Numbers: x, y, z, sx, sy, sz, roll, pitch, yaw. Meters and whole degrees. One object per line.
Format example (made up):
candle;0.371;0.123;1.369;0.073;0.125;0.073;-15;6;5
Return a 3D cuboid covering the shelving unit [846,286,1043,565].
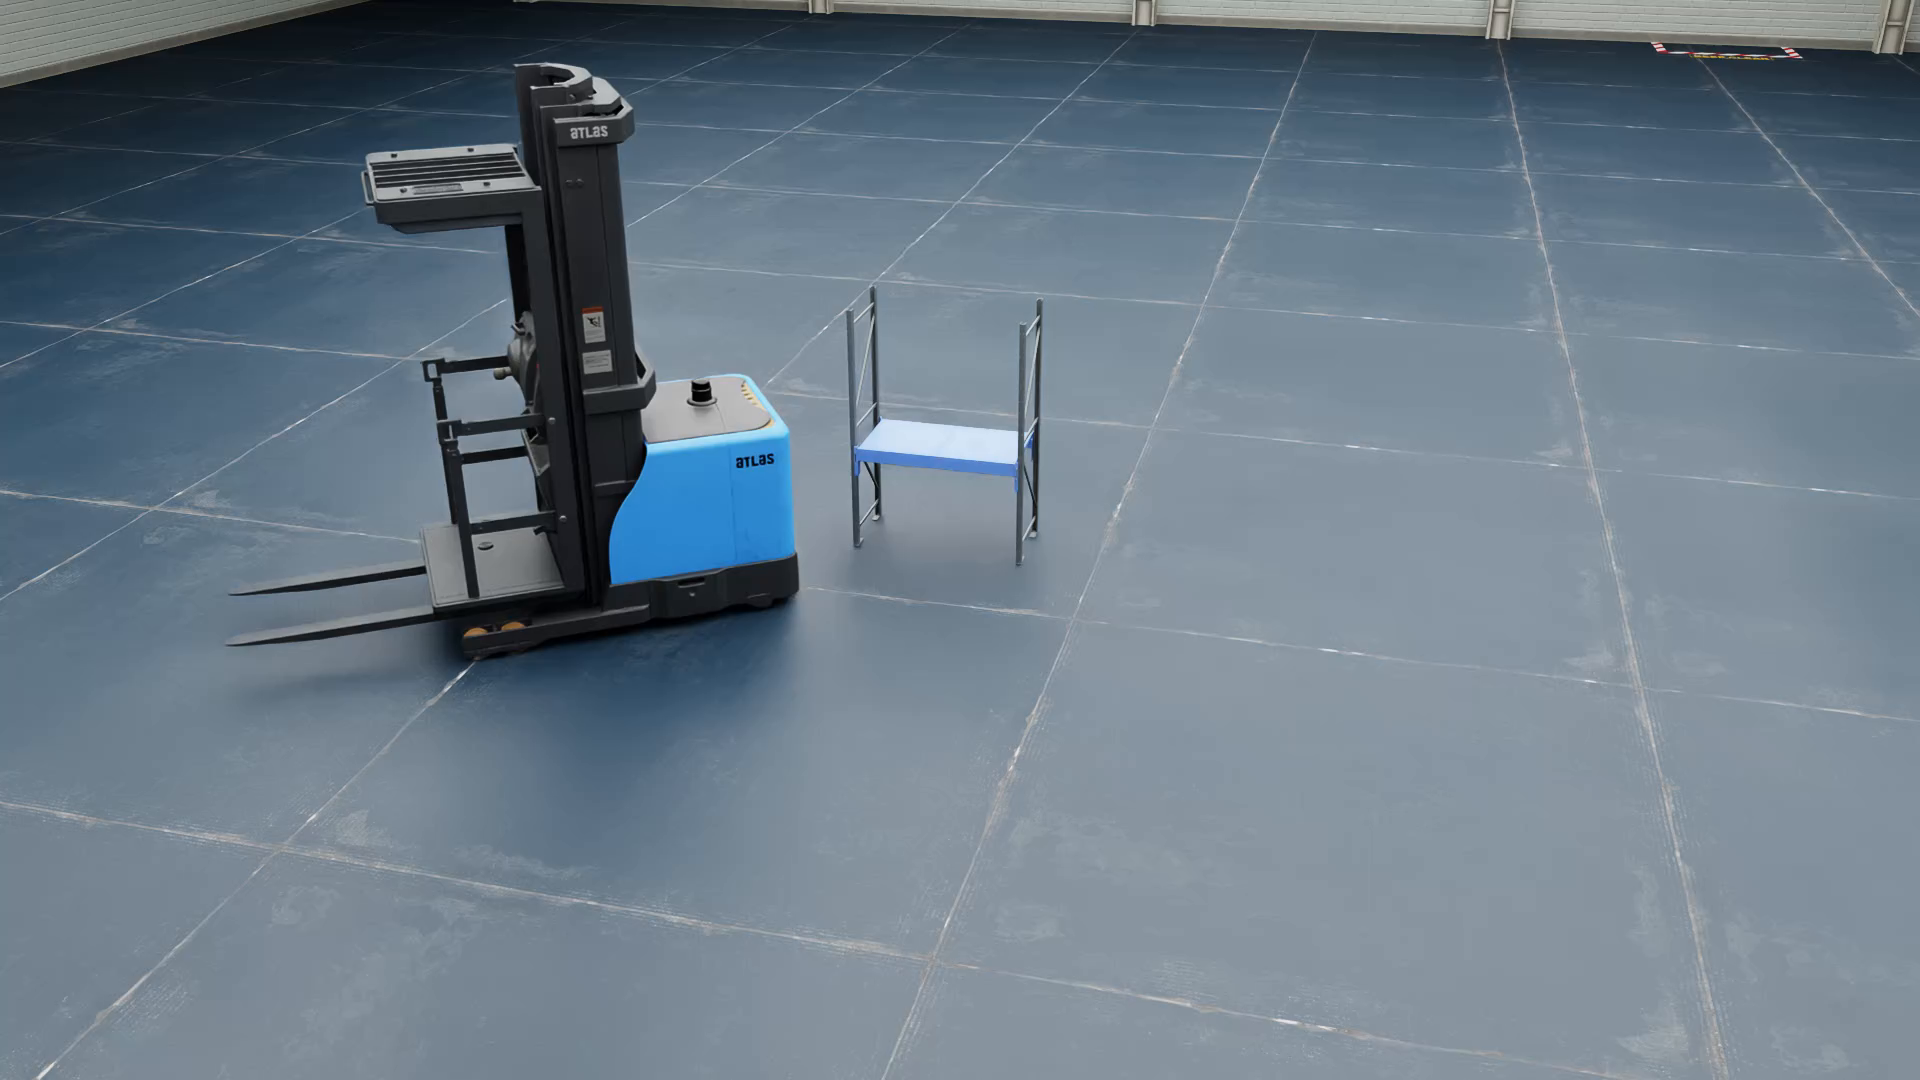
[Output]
shelving unit;-0.083;-0.686;9.947;1.048;1.500;0.538;6;26;13

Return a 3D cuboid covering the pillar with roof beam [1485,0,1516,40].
pillar with roof beam;7.992;-10.741;22.342;0.400;9.000;9.100;6;26;13

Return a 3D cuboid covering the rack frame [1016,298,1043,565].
rack frame;0.410;-0.632;9.832;0.032;1.500;0.500;6;26;13

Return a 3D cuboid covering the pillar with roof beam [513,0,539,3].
pillar with roof beam;-9.441;-12.668;26.389;0.400;9.000;9.100;6;26;13

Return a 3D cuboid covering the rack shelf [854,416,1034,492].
rack shelf;-0.083;-0.524;10.024;1.000;0.185;0.538;6;26;13

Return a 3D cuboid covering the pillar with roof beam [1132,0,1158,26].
pillar with roof beam;2.181;-11.383;23.691;0.400;9.000;9.100;6;26;13

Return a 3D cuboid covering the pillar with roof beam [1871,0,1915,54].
pillar with roof beam;13.803;-10.098;20.993;0.400;9.000;9.100;6;26;13

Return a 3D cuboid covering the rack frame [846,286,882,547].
rack frame;-0.575;-0.741;10.061;0.032;1.500;0.500;6;26;13

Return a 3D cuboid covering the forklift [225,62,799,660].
forklift;-2.491;-0.939;8.812;3.031;2.935;1.130;-9;27;-18

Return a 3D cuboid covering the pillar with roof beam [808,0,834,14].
pillar with roof beam;-3.630;-12.025;25.040;0.400;9.000;9.100;6;26;13
